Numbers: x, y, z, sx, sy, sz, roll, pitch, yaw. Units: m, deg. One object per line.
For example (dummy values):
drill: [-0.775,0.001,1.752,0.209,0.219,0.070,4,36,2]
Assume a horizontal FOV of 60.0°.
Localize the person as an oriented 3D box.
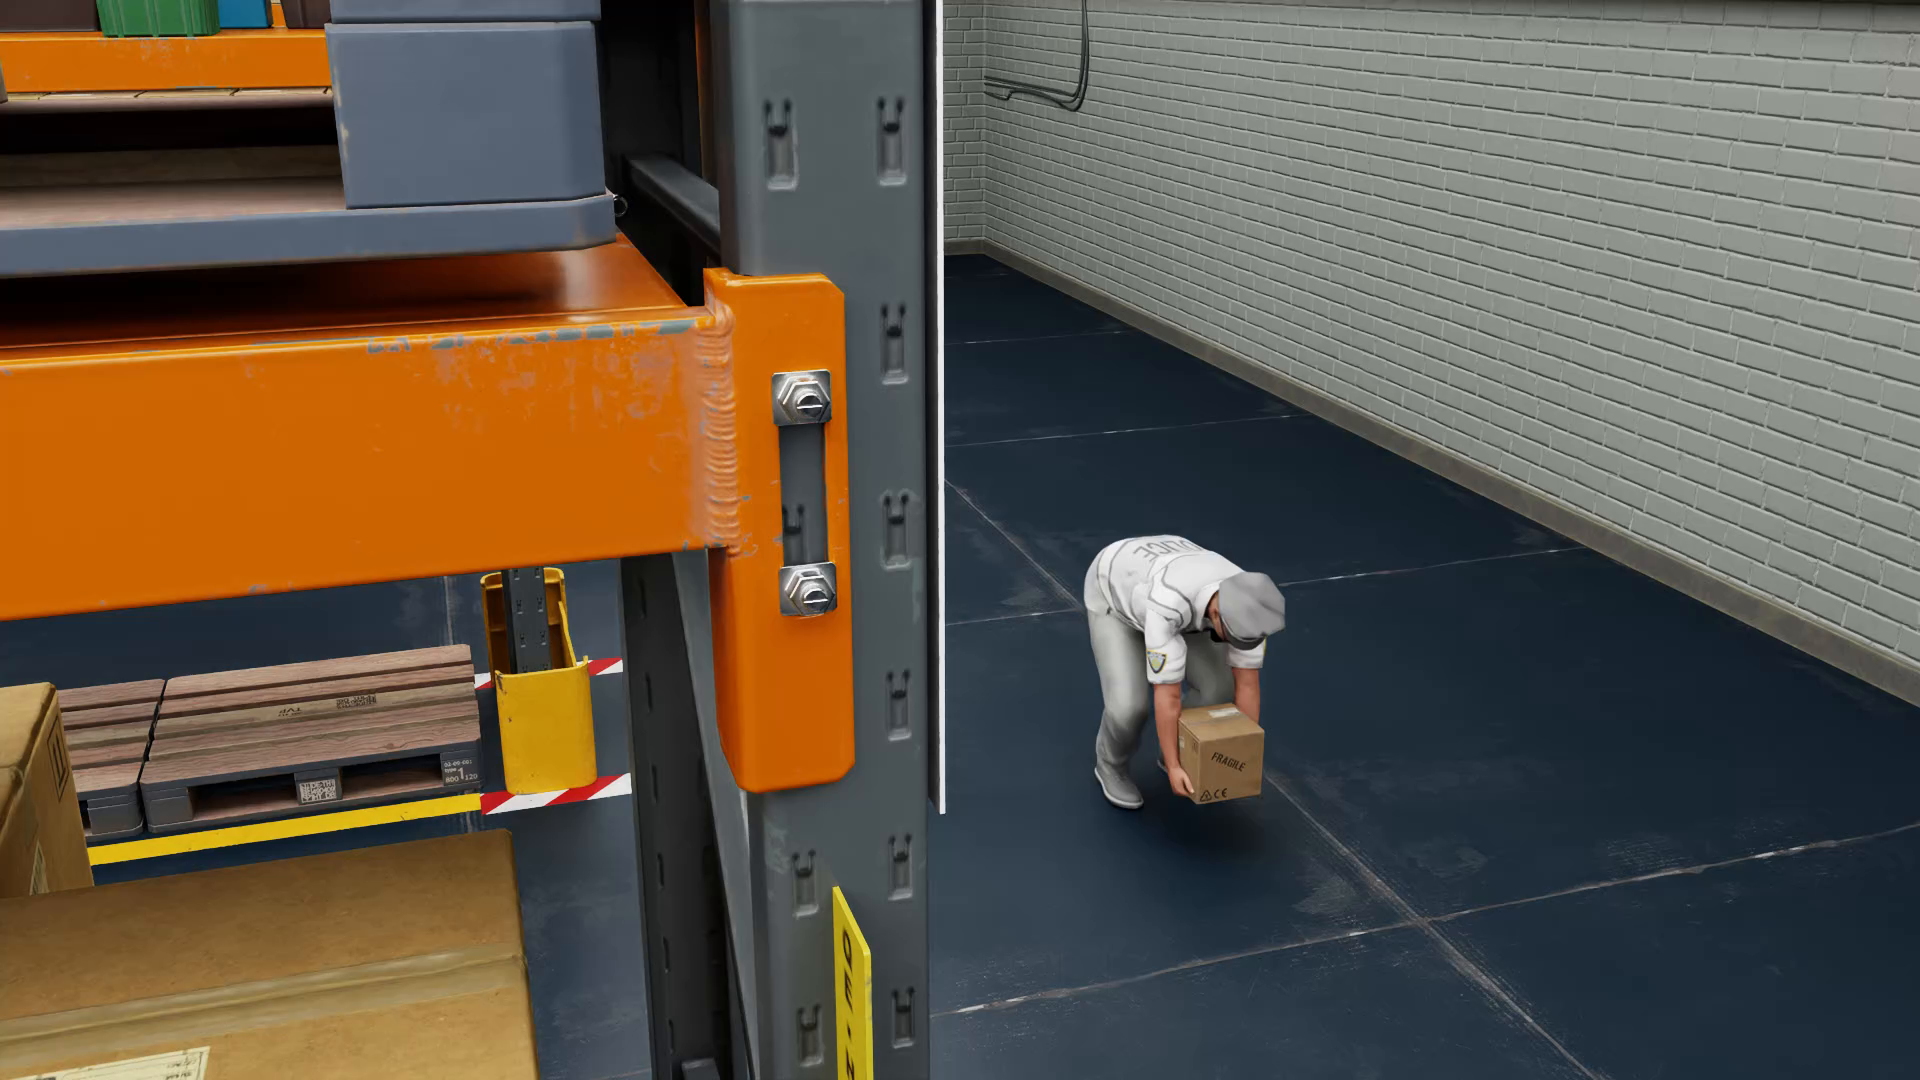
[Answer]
person: [0.814,0.512,6.112,0.535,1.077,1.033,-7,20,-20]
